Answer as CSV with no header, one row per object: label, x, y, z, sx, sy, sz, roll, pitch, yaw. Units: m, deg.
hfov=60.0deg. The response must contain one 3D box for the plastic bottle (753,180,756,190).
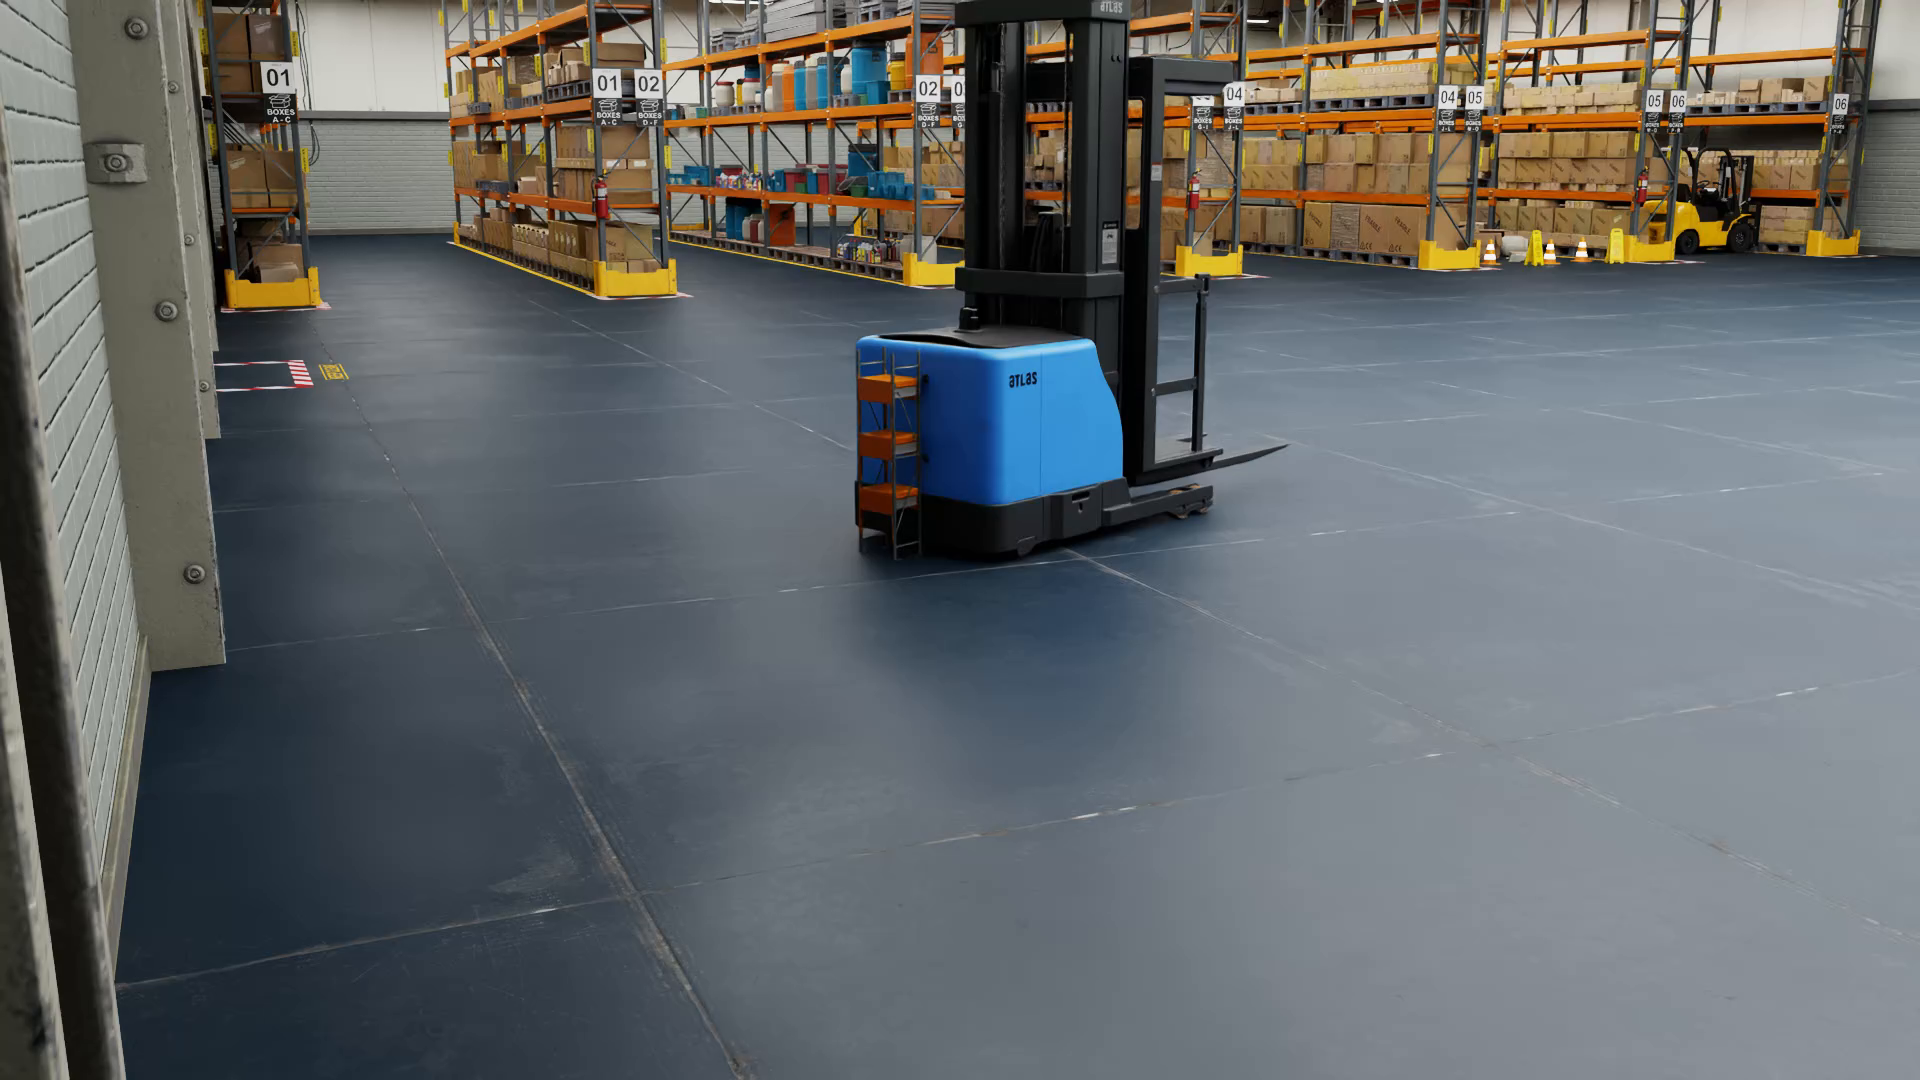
plastic bottle,-4.165,-7.231,33.903,0.097,0.201,0.097,0,13,0

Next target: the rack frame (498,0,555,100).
rack frame,-7.991,-9.666,30.676,1.000,3.000,0.127,-6,14,-23

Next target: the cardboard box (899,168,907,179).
cardboard box,-1.142,-8.710,39.522,0.500,0.250,0.500,-5,14,-21

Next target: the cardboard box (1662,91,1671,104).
cardboard box,13.415,-8.541,32.140,0.500,0.250,0.500,-6,14,-24

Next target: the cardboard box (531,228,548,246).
cardboard box,-7.226,-5.323,29.140,0.500,0.311,0.500,-6,14,-23

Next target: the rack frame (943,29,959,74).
rack frame,-0.515,-11.386,38.110,1.000,3.000,0.127,-6,14,-23

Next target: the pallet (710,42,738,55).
pallet,-4.694,-10.484,35.517,1.003,0.211,1.213,-6,14,-23

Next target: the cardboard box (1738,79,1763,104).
cardboard box,17.000,-9.508,35.264,0.797,0.503,0.637,-5,14,-21

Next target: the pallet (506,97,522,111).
pallet,-7.637,-7.980,30.465,1.213,0.211,1.003,-5,14,-20

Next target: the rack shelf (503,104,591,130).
rack shelf,-7.190,-7.441,29.310,1.077,0.370,4.000,-6,14,-23

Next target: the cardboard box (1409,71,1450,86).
cardboard box,8.425,-8.274,29.834,0.500,0.250,0.500,-5,14,-22

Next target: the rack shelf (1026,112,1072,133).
rack shelf,1.888,-8.335,33.173,1.077,0.370,4.000,-6,14,-23

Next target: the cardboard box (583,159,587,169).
cardboard box,-5.527,-5.730,25.315,0.380,0.149,0.250,-5,14,-21

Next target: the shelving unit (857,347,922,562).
shelving unit,-0.358,-0.438,8.432,0.252,1.050,0.215,12,17,41

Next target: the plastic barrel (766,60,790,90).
plastic barrel,-3.676,-9.183,33.357,0.600,0.830,0.708,-6,14,-23

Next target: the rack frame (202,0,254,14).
rack frame,-15.733,-10.871,35.881,1.000,3.000,0.127,-6,14,-23

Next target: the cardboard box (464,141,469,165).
cardboard box,-10.443,-8.396,36.056,0.500,0.500,0.500,-6,14,-23

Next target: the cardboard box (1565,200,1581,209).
cardboard box,12.402,-6.744,33.423,0.380,0.149,0.250,-5,14,-21

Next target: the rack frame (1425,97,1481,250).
rack frame,8.877,-6.411,29.920,1.000,3.000,0.127,-6,14,-23

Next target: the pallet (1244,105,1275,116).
pallet,6.429,-9.075,35.193,1.003,0.211,1.213,-5,14,-20

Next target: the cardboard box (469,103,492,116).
cardboard box,-10.032,-9.034,34.933,0.500,0.250,0.500,-6,14,-23

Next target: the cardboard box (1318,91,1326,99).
cardboard box,7.214,-8.671,32.434,0.380,0.149,0.250,-6,14,-23

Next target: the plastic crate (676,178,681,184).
plastic crate,-6.534,-8.449,39.174,0.250,0.136,0.298,-6,14,-23

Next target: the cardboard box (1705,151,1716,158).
cardboard box,16.479,-8.412,36.242,0.380,0.149,0.250,-5,14,-22

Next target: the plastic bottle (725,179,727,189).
plastic bottle,-5.010,-7.667,35.786,0.097,0.201,0.097,0,13,0

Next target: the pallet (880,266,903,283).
pallet,-0.641,-4.358,27.233,1.003,0.211,1.213,-6,14,-23

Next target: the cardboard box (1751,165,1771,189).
cardboard box,17.076,-7.669,35.132,0.500,0.500,0.500,-6,14,-24

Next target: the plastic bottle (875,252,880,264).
plastic bottle,-1.384,-4.728,27.876,0.097,0.201,0.097,0,13,0

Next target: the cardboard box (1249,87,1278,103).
cardboard box,6.371,-9.251,34.582,0.500,0.311,0.500,-6,14,-25

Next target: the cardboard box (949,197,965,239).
cardboard box,0.480,-7.136,36.831,1.225,0.875,0.875,-6,14,-23

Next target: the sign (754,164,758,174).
sign,-4.549,-8.200,37.035,0.100,0.325,0.005,-6,14,-23

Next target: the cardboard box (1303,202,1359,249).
cardboard box,7.462,-6.271,33.094,0.875,0.875,0.875,-5,14,-22

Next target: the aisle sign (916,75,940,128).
aisle sign,-0.490,-6.762,25.668,0.394,0.787,0.004,-6,14,-23

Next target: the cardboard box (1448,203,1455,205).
cardboard box,13.193,-8.962,44.114,0.380,0.149,0.250,-6,14,-25

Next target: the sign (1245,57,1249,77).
sign,4.789,-7.921,27.849,0.100,0.325,0.005,-6,14,-23

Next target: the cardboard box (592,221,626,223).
cardboard box,-5.609,-4.864,26.736,0.500,0.500,0.500,-6,14,-23

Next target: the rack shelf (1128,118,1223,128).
rack shelf,4.871,-9.588,38.589,1.077,0.370,4.000,-6,14,-23

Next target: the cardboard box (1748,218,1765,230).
cardboard box,17.020,-6.719,35.306,0.500,0.250,0.500,-6,14,-24

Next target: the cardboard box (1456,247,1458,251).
cardboard box,9.651,-5.717,32.983,0.396,0.266,0.258,-3,13,-13

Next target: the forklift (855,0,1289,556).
forklift,0.805,-1.615,9.347,1.130,2.935,3.031,12,17,41

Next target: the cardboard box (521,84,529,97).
cardboard box,-7.758,-8.247,30.601,0.500,0.250,0.500,-7,15,-27

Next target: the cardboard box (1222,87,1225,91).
cardboard box,4.393,-7.645,28.044,0.380,0.149,0.250,-6,14,-23

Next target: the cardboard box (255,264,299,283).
cardboard box,-9.519,-3.698,23.181,0.500,0.311,0.500,-7,15,-29

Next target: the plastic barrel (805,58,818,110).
plastic barrel,-2.513,-8.290,30.270,0.600,0.901,0.600,0,13,0

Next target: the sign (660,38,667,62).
sign,-4.276,-7.065,23.977,0.100,0.325,0.005,-6,14,-23

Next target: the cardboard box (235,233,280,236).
cardboard box,-11.657,-4.827,27.641,0.700,0.500,0.500,-5,14,-22

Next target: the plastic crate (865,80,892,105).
plastic crate,-1.286,-7.357,27.390,0.392,0.384,0.575,-6,14,-23

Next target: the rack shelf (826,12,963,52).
rack shelf,-1.048,-8.328,27.376,1.077,0.370,4.000,-6,14,-23

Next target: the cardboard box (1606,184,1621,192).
cardboard box,12.823,-6.857,32.403,0.380,0.149,0.250,-6,14,-24

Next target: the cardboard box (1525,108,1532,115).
cardboard box,11.924,-8.858,34.395,0.380,0.149,0.250,-6,14,-23

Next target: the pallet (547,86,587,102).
pallet,-6.023,-7.161,26.703,1.003,0.211,1.213,-6,14,-23

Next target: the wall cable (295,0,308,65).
wall cable,-15.193,-13.263,41.906,3.097,2.526,0.112,-6,14,-23

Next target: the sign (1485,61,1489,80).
sign,9.388,-8.386,29.685,0.100,0.325,0.005,-6,14,-23
